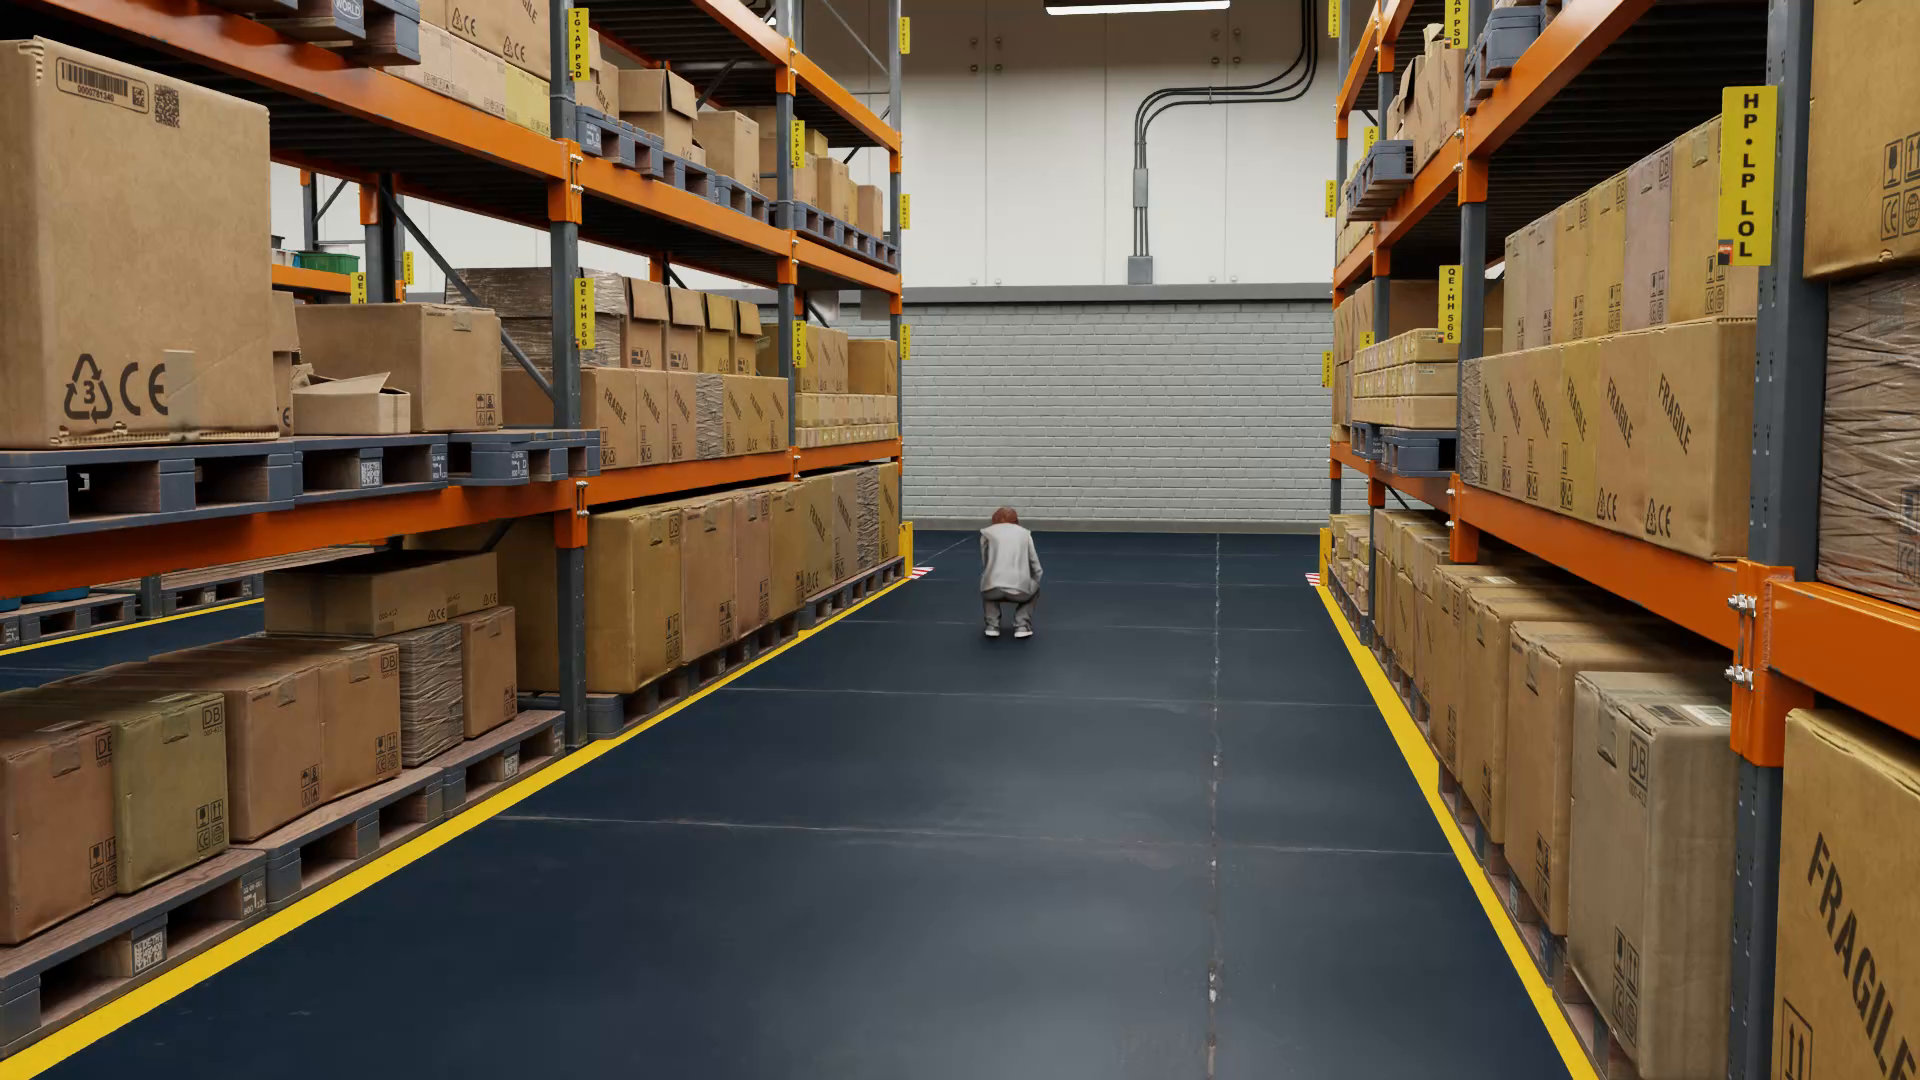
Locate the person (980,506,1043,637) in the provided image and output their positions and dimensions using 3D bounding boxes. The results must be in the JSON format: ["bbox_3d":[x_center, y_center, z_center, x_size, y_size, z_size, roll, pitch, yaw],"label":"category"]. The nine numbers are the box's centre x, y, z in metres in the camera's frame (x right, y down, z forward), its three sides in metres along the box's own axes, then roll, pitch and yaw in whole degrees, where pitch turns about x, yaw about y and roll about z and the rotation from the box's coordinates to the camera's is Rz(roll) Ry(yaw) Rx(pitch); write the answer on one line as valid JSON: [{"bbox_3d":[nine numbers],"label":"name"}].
[{"bbox_3d":[0.350,0.223,11.735,0.440,0.899,0.799,1,5,8],"label":"person"}]
